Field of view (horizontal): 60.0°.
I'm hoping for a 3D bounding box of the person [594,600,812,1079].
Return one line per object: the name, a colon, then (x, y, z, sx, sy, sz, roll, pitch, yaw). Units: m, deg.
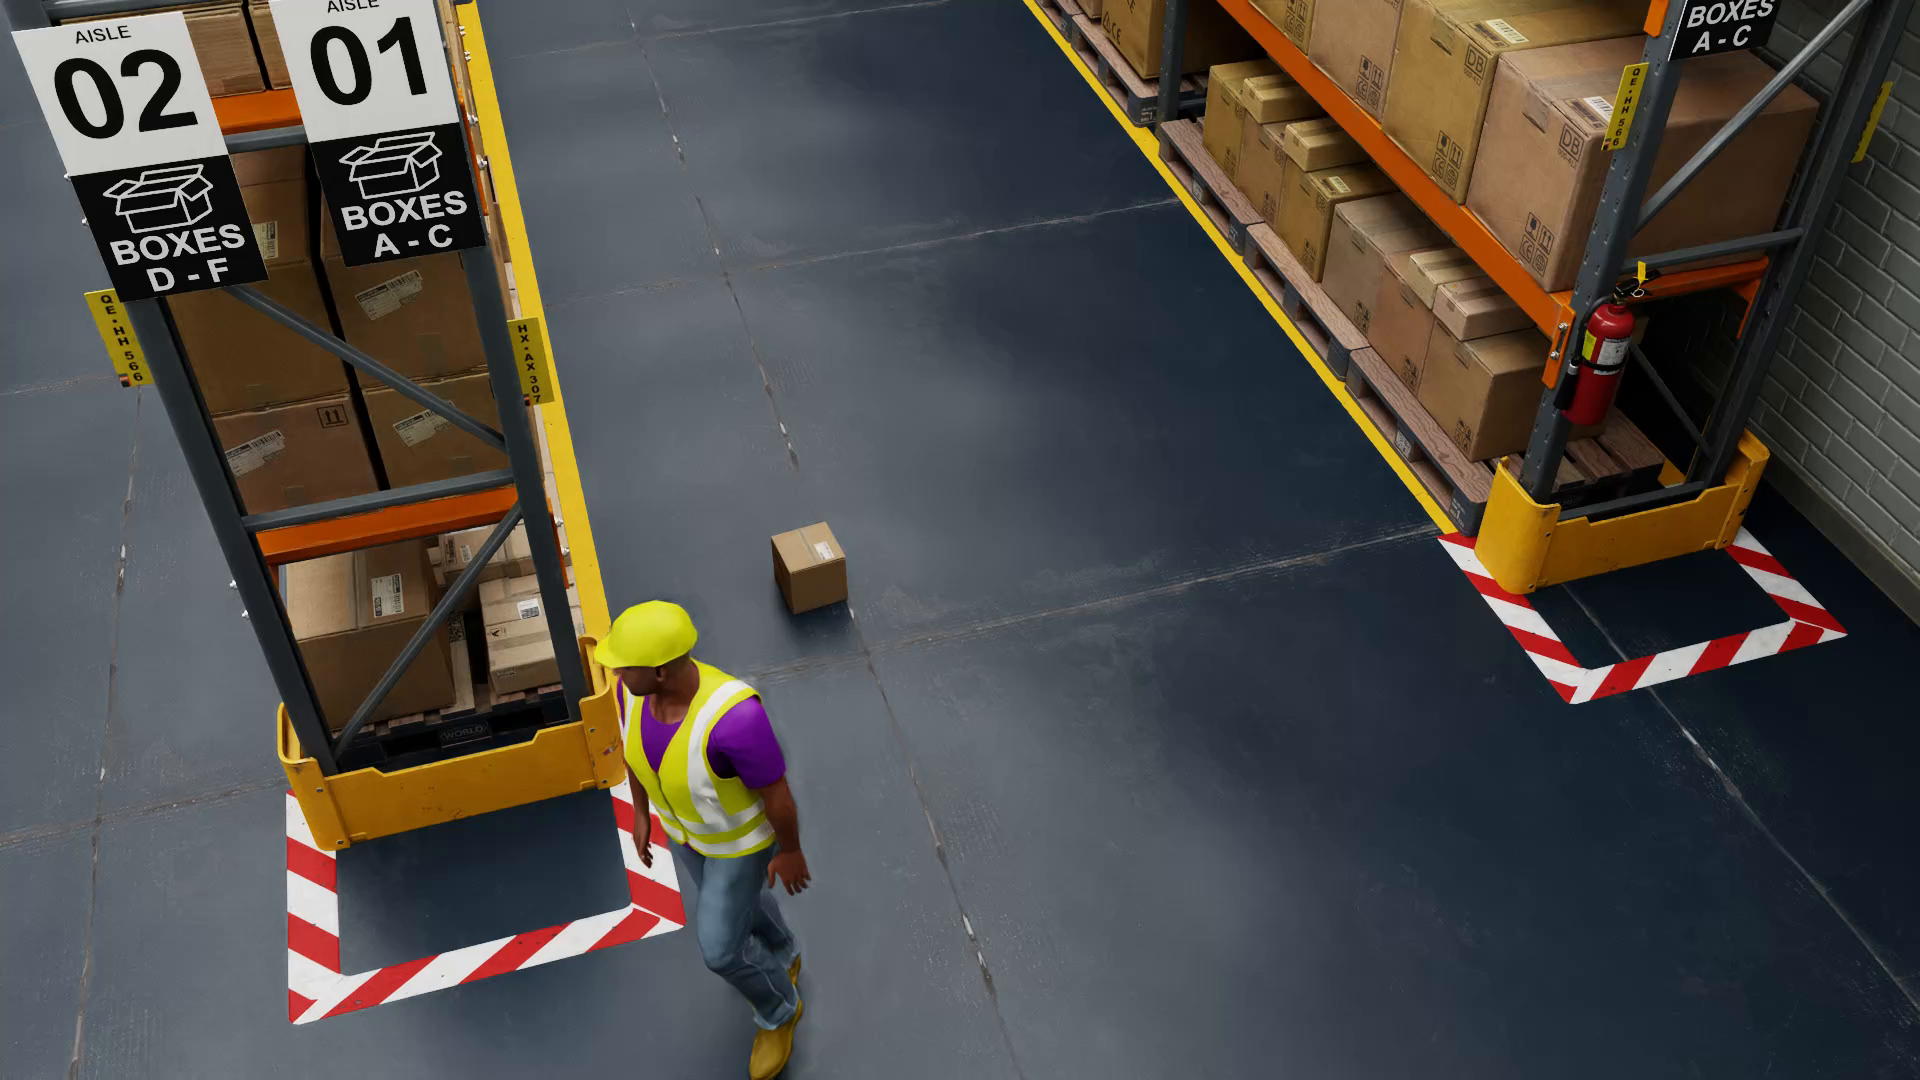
person: (-0.767, 0.894, 5.124, 0.671, 1.751, 0.485, 25, 48, 25)
